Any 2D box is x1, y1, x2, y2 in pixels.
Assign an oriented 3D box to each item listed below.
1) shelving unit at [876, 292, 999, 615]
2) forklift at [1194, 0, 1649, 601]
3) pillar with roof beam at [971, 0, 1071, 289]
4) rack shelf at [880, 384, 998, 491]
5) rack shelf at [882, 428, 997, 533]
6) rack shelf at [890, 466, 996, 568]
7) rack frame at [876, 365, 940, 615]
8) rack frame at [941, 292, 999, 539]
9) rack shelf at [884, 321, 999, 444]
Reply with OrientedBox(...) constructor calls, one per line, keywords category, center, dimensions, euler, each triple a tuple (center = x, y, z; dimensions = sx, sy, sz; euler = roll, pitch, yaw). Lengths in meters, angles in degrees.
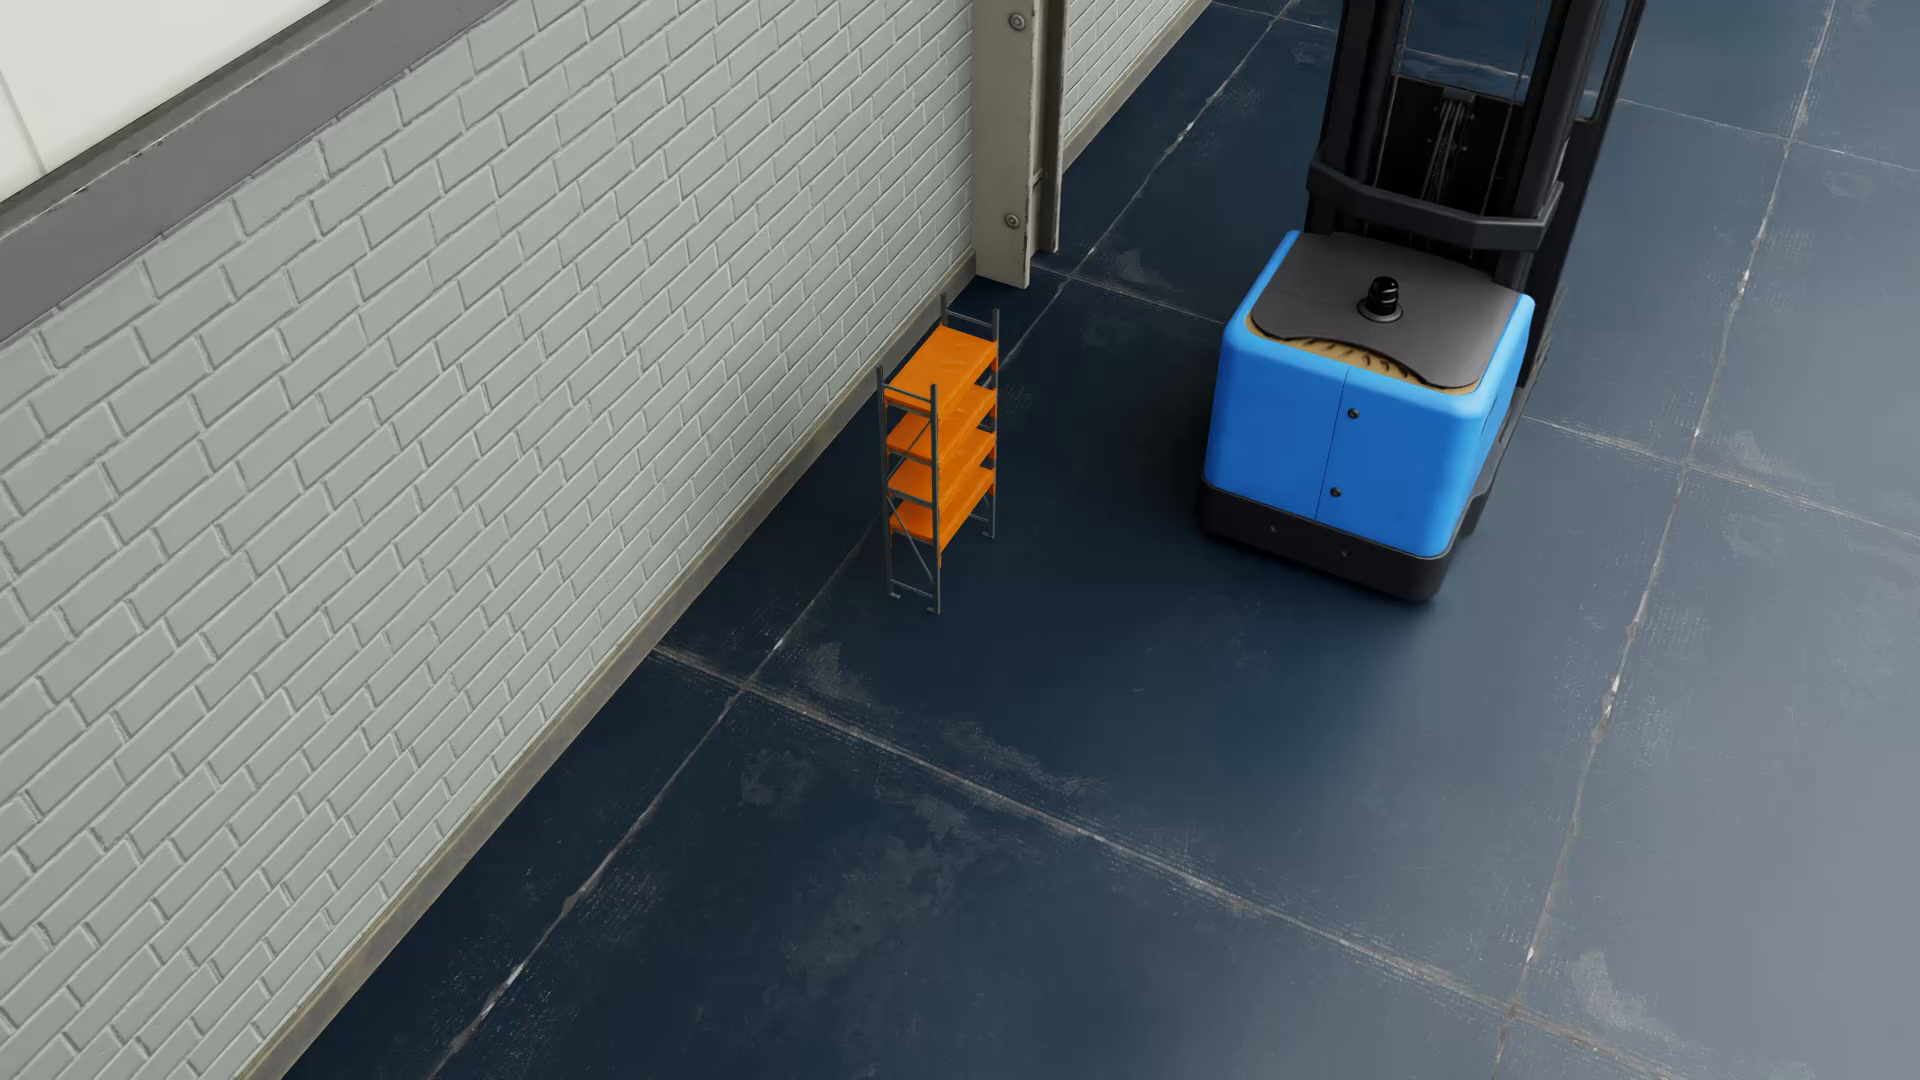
OrientedBox(category="shelving unit", center=(-0.077, -0.317, 6.500), dimensions=(0.258, 1.200, 0.503), euler=(20, 49, 19))
OrientedBox(category="forklift", center=(2.118, -1.836, 6.784), dimensions=(1.130, 2.935, 3.031), euler=(20, 49, 19))
OrientedBox(category="pillar with roof beam", center=(4.089, -3.163, 3.829), dimensions=(9.100, 9.000, 0.400), euler=(20, 49, 19))
OrientedBox(category="rack shelf", center=(-0.077, -0.427, 6.389), dimensions=(0.258, 0.148, 0.480), euler=(20, 49, 19))
OrientedBox(category="rack shelf", center=(-0.077, -0.270, 6.548), dimensions=(0.258, 0.148, 0.480), euler=(20, 49, 19))
OrientedBox(category="rack shelf", center=(-0.077, -0.131, 6.689), dimensions=(0.258, 0.148, 0.480), euler=(20, 49, 19))
OrientedBox(category="rack frame", center=(-0.190, -0.164, 6.348), dimensions=(0.240, 1.200, 0.015), euler=(20, 49, 19))
OrientedBox(category="rack frame", center=(0.036, -0.471, 6.652), dimensions=(0.240, 1.200, 0.015), euler=(20, 49, 19))
OrientedBox(category="rack shelf", center=(-0.077, -0.594, 6.221), dimensions=(0.258, 0.148, 0.480), euler=(20, 49, 19))
